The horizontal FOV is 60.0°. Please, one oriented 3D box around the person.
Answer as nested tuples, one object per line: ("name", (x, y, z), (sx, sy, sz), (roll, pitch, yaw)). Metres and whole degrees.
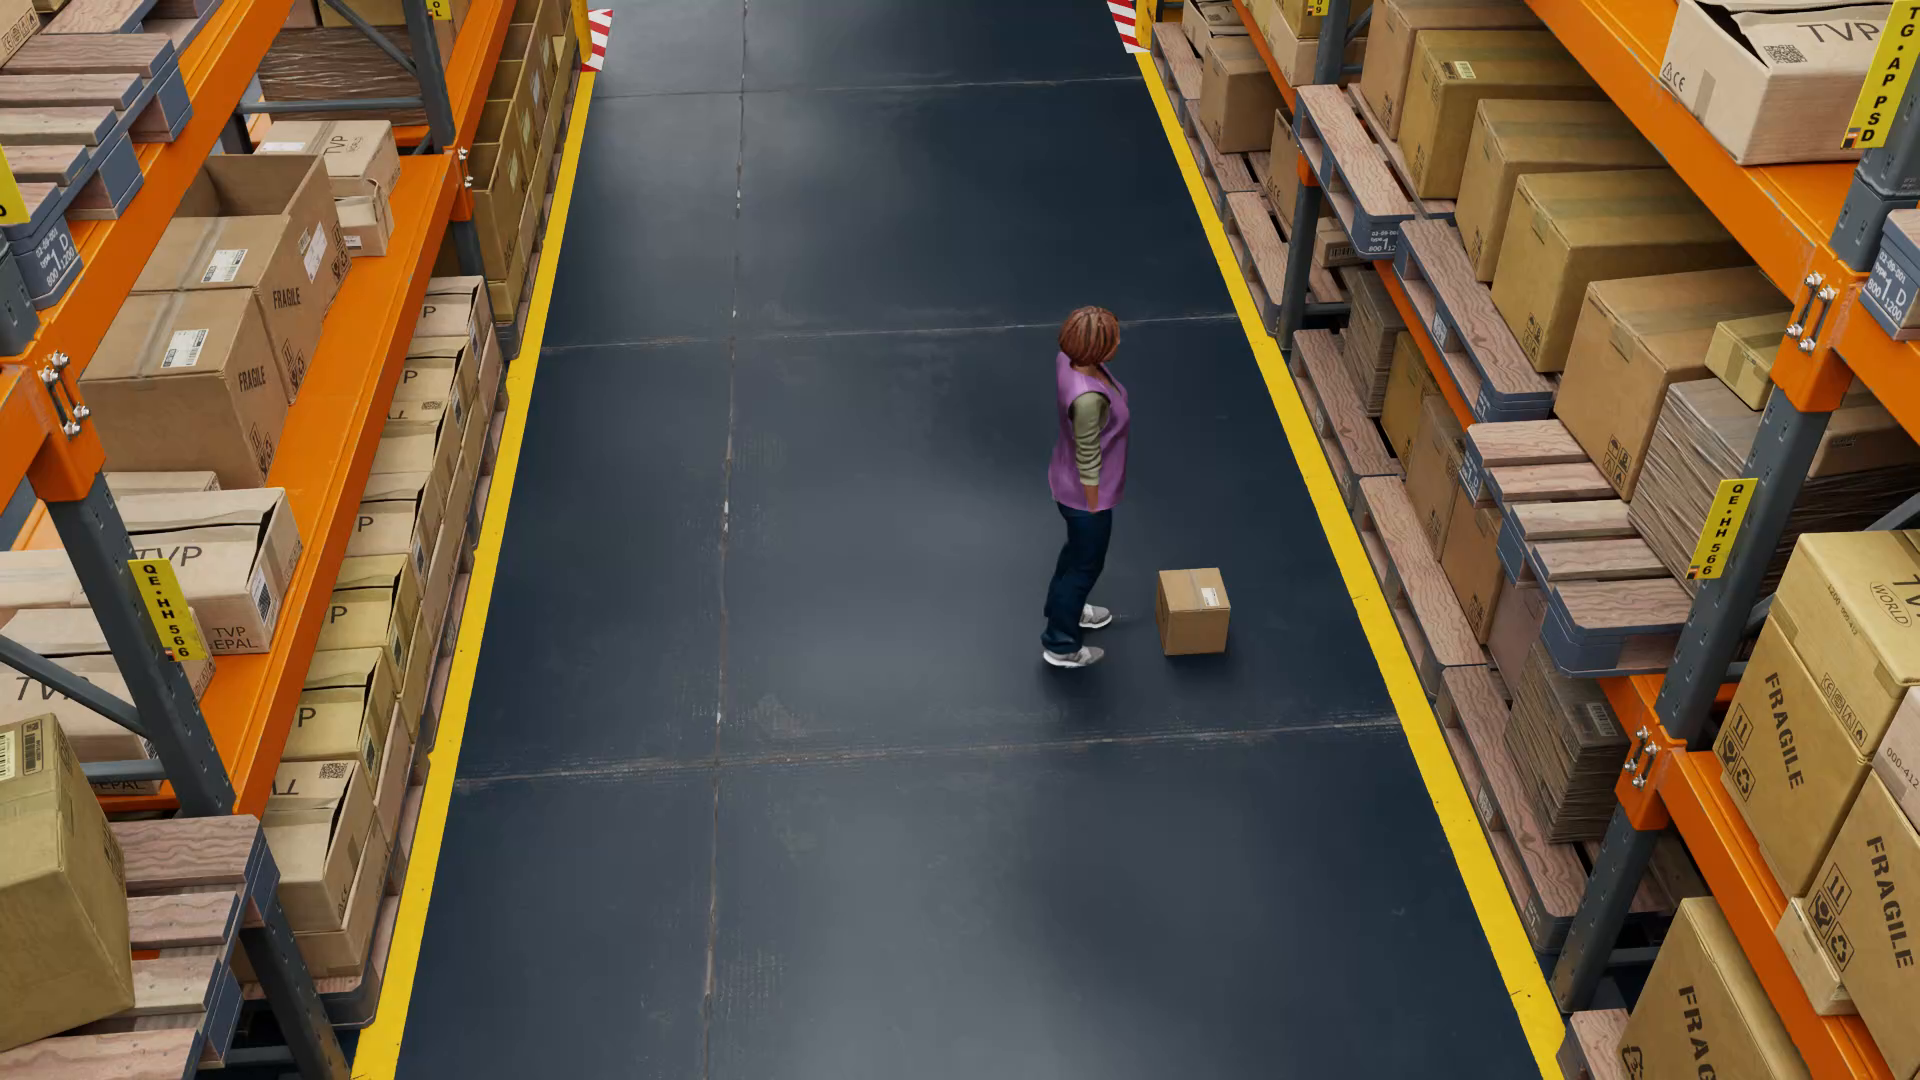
("person", (0.482, -0.200, 6.427), (0.326, 1.624, 0.406), (-2, 40, -3))
